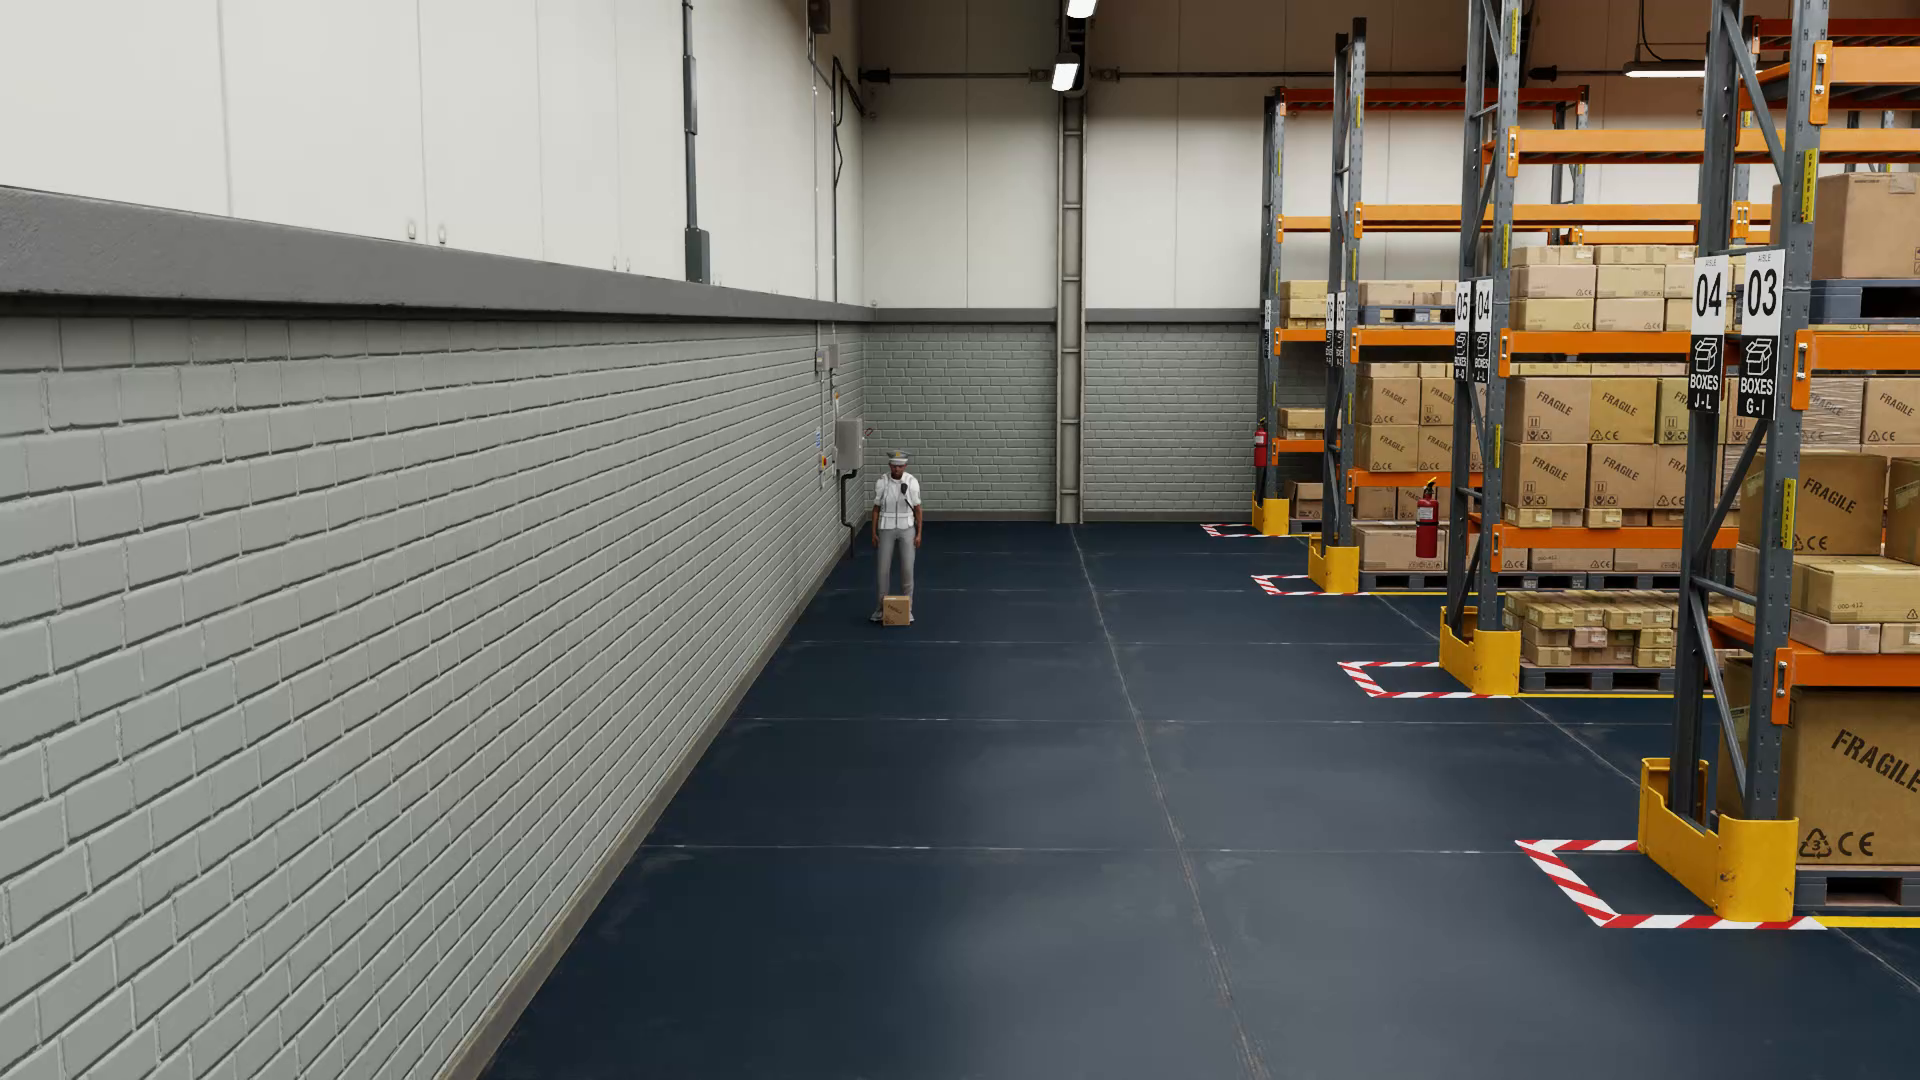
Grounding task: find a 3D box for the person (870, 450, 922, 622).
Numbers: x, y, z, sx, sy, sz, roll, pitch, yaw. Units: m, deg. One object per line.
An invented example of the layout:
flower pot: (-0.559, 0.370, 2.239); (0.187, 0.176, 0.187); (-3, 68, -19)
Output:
person: (-0.619, -0.048, 16.149); (0.506, 1.660, 0.415); (0, 7, 2)
